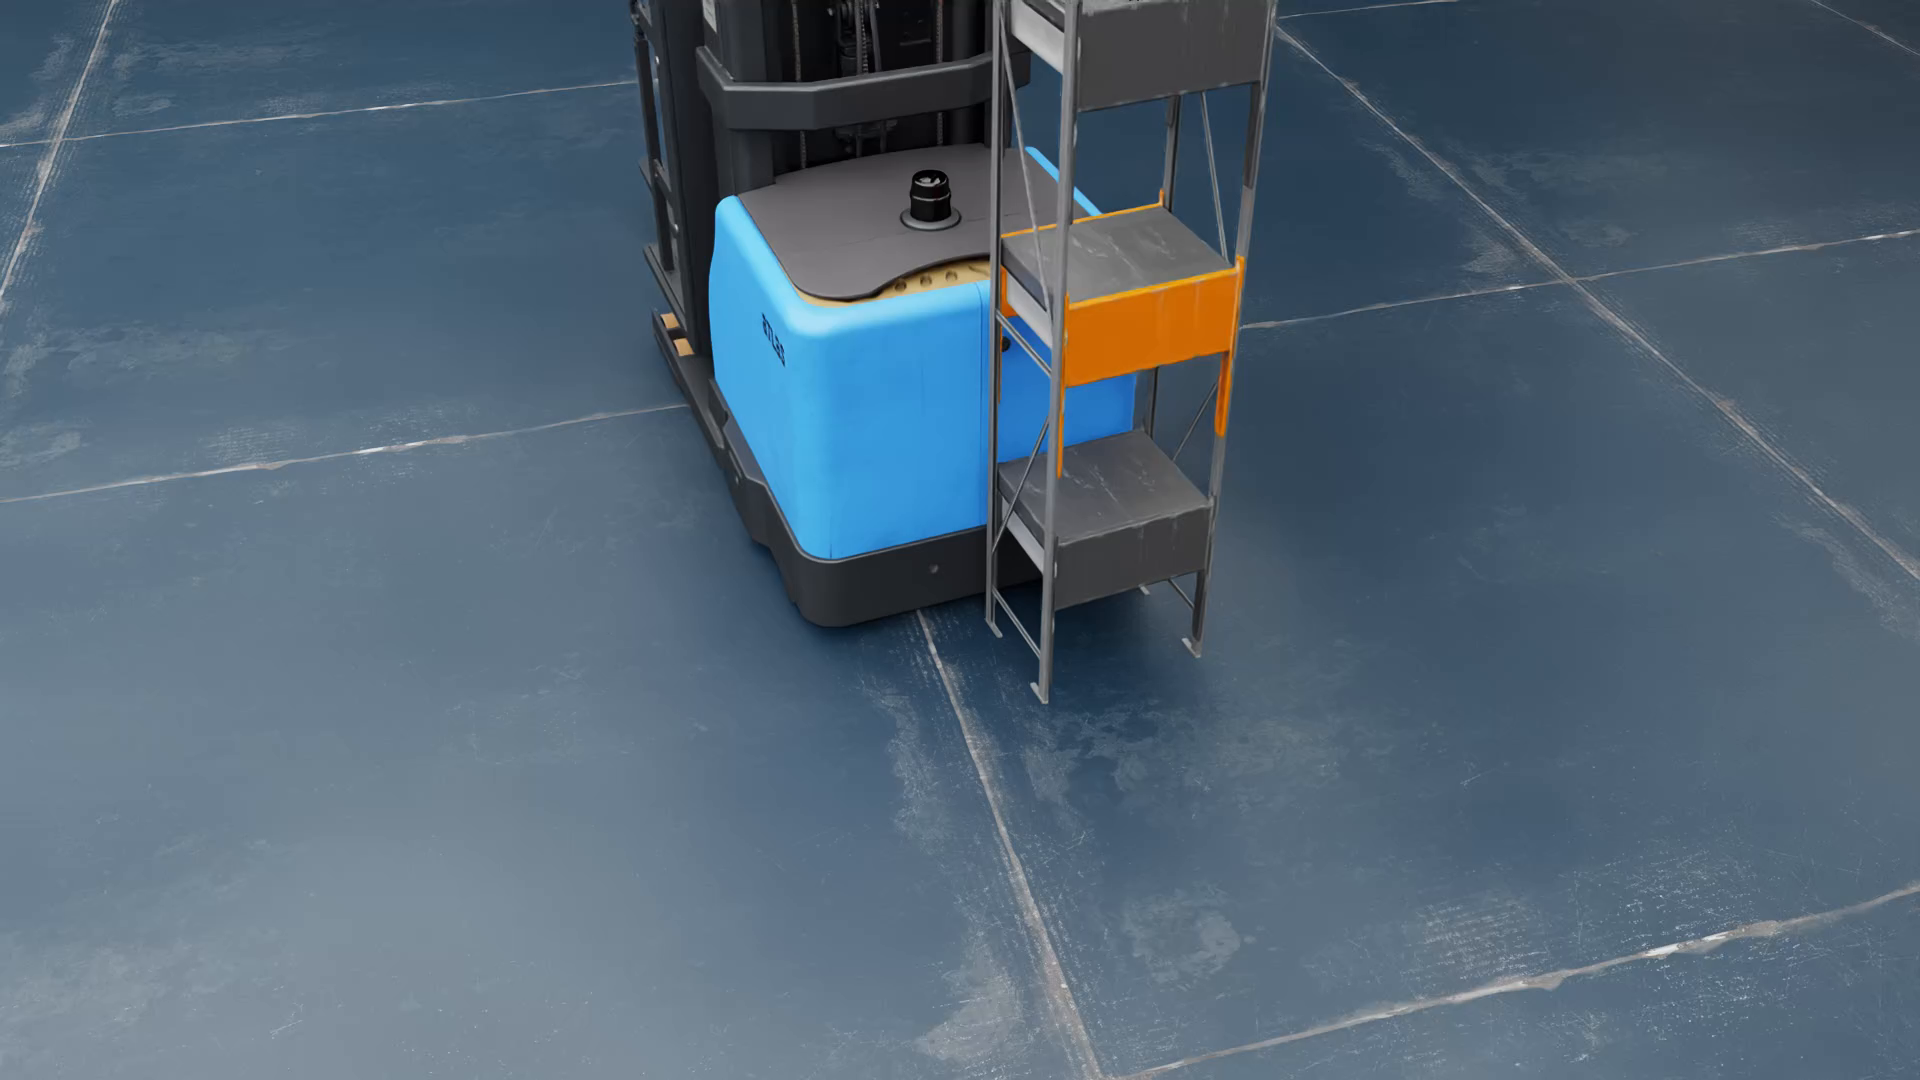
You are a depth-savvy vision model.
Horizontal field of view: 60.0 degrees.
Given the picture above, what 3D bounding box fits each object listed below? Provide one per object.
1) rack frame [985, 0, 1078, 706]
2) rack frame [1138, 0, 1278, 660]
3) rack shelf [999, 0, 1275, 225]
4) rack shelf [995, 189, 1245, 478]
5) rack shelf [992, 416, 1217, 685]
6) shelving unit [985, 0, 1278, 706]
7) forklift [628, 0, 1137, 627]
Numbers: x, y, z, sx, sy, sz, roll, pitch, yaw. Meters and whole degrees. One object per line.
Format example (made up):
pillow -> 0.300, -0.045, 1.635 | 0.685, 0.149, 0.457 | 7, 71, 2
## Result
rack frame -> 0.161, -0.484, 4.155 | 0.015, 2.100, 0.400 | -15, 40, -18
rack frame -> 0.610, -0.601, 4.307 | 0.015, 2.100, 0.400 | -15, 40, -18
rack shelf -> 0.386, -1.088, 3.814 | 0.480, 0.518, 0.431 | -15, 40, -18
rack shelf -> 0.386, -0.532, 4.239 | 0.480, 0.518, 0.431 | -15, 40, -18
rack shelf -> 0.386, 0.024, 4.665 | 0.480, 0.518, 0.431 | -15, 40, -18
shelving unit -> 0.386, -0.542, 4.231 | 0.503, 2.100, 0.431 | -15, 40, -18
forklift -> -0.484, -1.808, 5.201 | 1.130, 2.935, 3.031 | -13, 39, -17
